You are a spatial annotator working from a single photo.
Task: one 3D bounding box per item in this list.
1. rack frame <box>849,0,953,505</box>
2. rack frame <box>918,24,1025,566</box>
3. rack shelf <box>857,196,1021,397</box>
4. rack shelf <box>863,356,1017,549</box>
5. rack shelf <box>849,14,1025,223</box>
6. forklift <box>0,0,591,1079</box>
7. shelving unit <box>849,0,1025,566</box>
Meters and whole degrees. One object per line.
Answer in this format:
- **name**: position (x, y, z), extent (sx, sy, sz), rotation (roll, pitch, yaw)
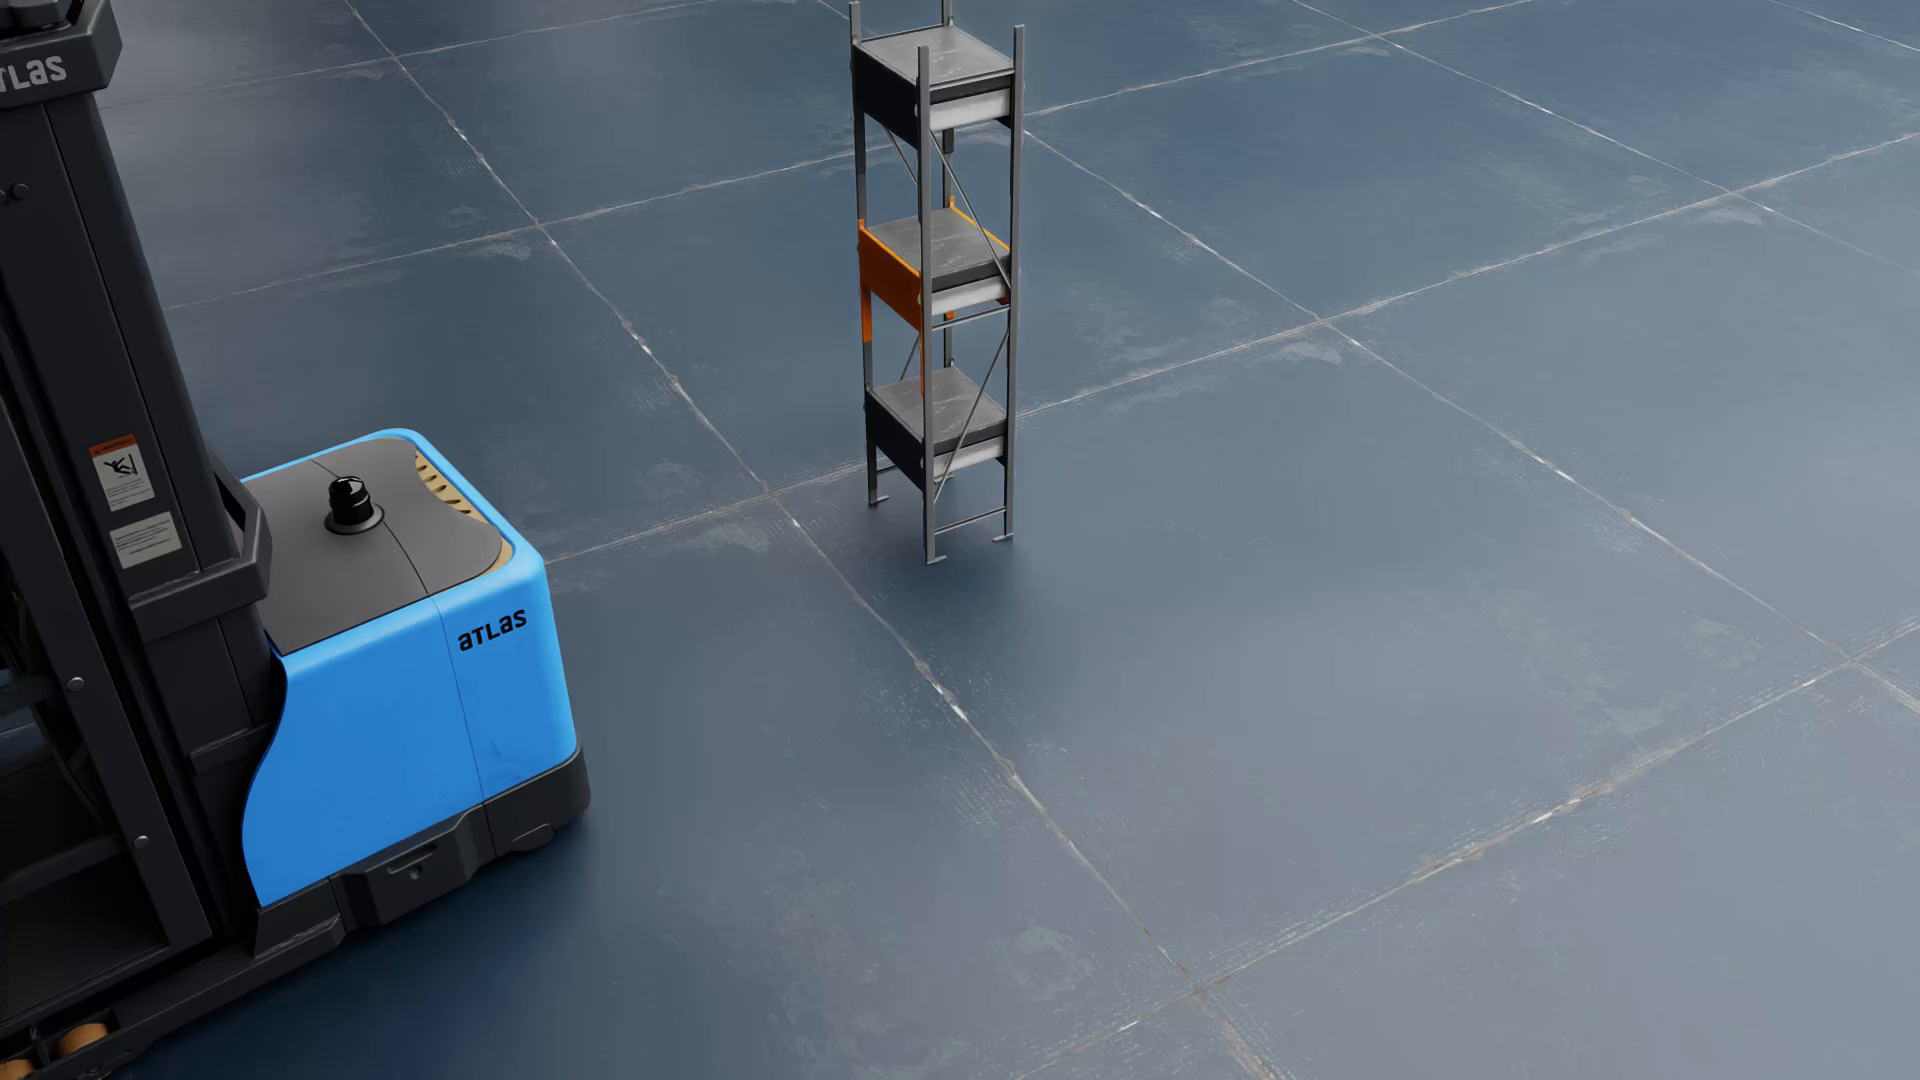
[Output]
- **rack frame**: position (-0.206, -1.057, 6.417), extent (0.400, 2.100, 0.015), rotation (-19, 40, -24)
- **rack frame**: position (0.039, -0.808, 6.076), extent (0.400, 2.100, 0.015), rotation (-19, 40, -24)
- **rack shelf**: position (-0.083, -0.921, 6.254), extent (0.431, 0.518, 0.480), rotation (-19, 40, -24)
- **rack shelf**: position (-0.083, -0.356, 6.667), extent (0.431, 0.518, 0.480), rotation (-19, 40, -24)
- **rack shelf**: position (-0.083, -1.487, 5.841), extent (0.431, 0.518, 0.480), rotation (-19, 40, -24)
- **forklift**: position (-2.679, 0.056, 4.188), extent (3.031, 2.935, 1.130), rotation (-25, 43, -30)
- **shelving unit**: position (-0.083, -0.932, 6.246), extent (0.431, 2.100, 0.503), rotation (-19, 40, -24)
